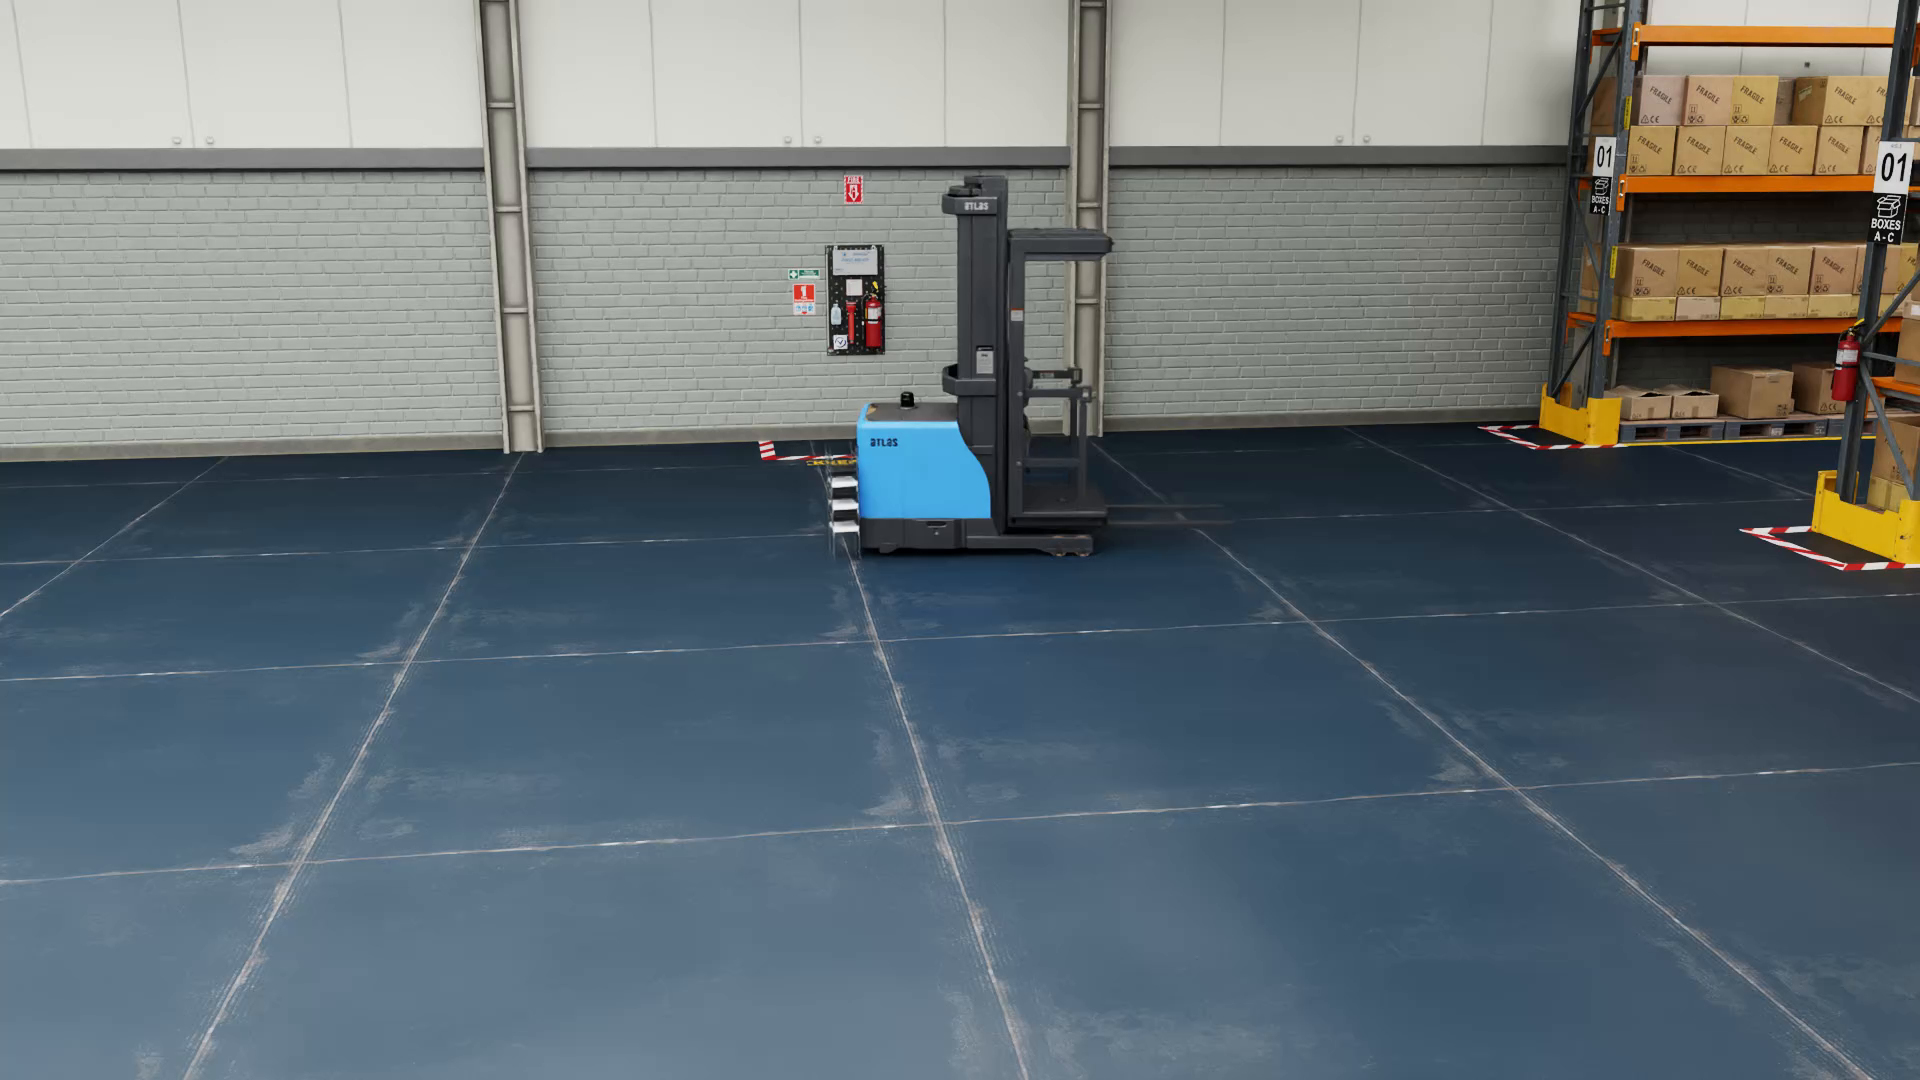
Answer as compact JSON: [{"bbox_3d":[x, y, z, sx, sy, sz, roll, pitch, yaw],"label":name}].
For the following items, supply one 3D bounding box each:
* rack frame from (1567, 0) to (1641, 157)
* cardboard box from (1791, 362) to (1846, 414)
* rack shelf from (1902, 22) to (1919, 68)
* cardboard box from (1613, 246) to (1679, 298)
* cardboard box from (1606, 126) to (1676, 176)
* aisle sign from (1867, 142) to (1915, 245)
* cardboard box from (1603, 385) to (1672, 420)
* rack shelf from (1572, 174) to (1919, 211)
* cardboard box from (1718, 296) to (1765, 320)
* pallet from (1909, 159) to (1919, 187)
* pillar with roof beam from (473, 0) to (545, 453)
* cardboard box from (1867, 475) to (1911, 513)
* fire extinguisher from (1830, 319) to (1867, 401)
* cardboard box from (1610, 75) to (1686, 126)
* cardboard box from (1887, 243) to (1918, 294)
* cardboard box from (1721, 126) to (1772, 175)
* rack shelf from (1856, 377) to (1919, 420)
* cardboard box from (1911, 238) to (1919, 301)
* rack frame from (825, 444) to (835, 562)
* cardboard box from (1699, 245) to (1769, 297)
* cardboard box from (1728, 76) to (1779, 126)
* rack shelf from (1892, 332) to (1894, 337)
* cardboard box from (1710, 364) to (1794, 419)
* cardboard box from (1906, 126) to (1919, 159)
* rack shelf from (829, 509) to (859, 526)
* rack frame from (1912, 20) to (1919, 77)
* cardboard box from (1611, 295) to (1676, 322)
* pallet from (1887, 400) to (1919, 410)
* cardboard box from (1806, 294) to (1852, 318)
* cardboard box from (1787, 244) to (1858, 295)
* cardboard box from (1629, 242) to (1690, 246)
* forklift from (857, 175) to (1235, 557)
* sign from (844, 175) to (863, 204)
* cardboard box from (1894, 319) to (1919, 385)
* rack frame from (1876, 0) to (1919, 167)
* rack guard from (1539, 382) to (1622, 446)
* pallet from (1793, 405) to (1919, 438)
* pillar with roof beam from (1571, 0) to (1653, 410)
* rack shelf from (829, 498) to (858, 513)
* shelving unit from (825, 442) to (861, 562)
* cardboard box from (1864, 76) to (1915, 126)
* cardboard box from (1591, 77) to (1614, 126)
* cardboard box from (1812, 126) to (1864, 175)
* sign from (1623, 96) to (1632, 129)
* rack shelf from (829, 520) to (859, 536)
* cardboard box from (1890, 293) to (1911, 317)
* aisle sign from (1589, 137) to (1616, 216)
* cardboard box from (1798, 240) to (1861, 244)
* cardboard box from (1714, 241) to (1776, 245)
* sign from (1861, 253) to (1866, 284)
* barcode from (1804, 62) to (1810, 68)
[{"bbox_3d":[6.722,-5.515,17.213,0.127,3.000,1.000,-2,14,-8],"label":"rack frame"},{"bbox_3d":[9.657,-1.704,18.583,0.500,0.500,0.500,-3,14,-13],"label":"cardboard box"},{"bbox_3d":[9.442,-3.853,12.887,4.000,0.370,1.077,-2,14,-8],"label":"rack shelf"},{"bbox_3d":[7.239,-2.851,17.648,0.500,0.500,0.500,-2,14,-8],"label":"cardboard box"},{"bbox_3d":[7.090,-4.070,17.372,0.500,0.500,0.500,-2,14,-7],"label":"cardboard box"},{"bbox_3d":[7.355,-2.743,13.148,0.004,0.787,0.394,-2,14,-8],"label":"aisle sign"},{"bbox_3d":[7.420,-1.518,18.230,0.500,0.311,0.500,-4,15,-15],"label":"cardboard box"},{"bbox_3d":[8.700,-3.783,17.954,4.000,0.370,1.077,-2,14,-8],"label":"rack shelf"},{"bbox_3d":[8.268,-2.523,17.881,0.500,0.250,0.500,-2,14,-9],"label":"cardboard box"},{"bbox_3d":[8.167,-2.845,12.915,1.213,0.211,1.003,-2,14,-8],"label":"pallet"},{"bbox_3d":[-3.939,-4.278,12.281,0.400,9.000,9.100,-2,14,-8],"label":"pillar with roof beam"},{"bbox_3d":[7.950,-0.374,13.836,0.500,0.250,0.500,-2,14,-8],"label":"cardboard box"},{"bbox_3d":[7.278,-1.483,13.630,0.183,0.674,0.296,-2,14,-8],"label":"fire extinguisher"},{"bbox_3d":[7.139,-4.559,17.264,0.500,0.500,0.500,-3,14,-12],"label":"cardboard box"},{"bbox_3d":[10.256,-2.959,18.080,0.500,0.500,0.500,-2,14,-8],"label":"cardboard box"},{"bbox_3d":[8.139,-4.101,17.494,0.500,0.500,0.500,-1,14,-6],"label":"cardboard box"},{"bbox_3d":[9.442,-1.137,13.568,4.000,0.370,1.077,-2,14,-8],"label":"rack shelf"},{"bbox_3d":[7.980,-2.107,13.085,0.500,0.500,0.700,-2,14,-8],"label":"cardboard box"},{"bbox_3d":[-1.018,-0.291,13.027,0.006,0.900,0.240,-4,14,-12],"label":"rack frame"},{"bbox_3d":[8.241,-2.883,17.778,0.500,0.500,0.500,-3,14,-10],"label":"cardboard box"},{"bbox_3d":[8.148,-4.586,17.373,0.500,0.500,0.500,-2,14,-7],"label":"cardboard box"},{"bbox_3d":[12.655,-2.473,18.897,4.000,0.370,1.077,-2,14,-8],"label":"rack shelf"},{"bbox_3d":[8.716,-1.645,18.347,0.500,0.500,0.700,-3,14,-12],"label":"cardboard box"},{"bbox_3d":[10.213,-4.185,17.831,0.500,0.500,0.500,-2,14,-7],"label":"cardboard box"},{"bbox_3d":[-0.916,-0.179,13.077,0.200,0.077,0.258,-4,14,-12],"label":"rack shelf"},{"bbox_3d":[10.678,-5.660,17.791,0.127,3.000,1.000,-2,14,-8],"label":"rack frame"},{"bbox_3d":[7.252,-2.483,17.724,0.500,0.250,0.500,-3,14,-10],"label":"cardboard box"},{"bbox_3d":[11.447,-1.426,18.974,1.213,0.211,1.003,-2,14,-8],"label":"pallet"},{"bbox_3d":[9.266,-2.559,18.026,0.500,0.250,0.500,-2,14,-9],"label":"cardboard box"},{"bbox_3d":[9.264,-2.924,17.940,0.500,0.500,0.500,-3,14,-10],"label":"cardboard box"},{"bbox_3d":[7.656,-2.990,18.202,0.500,0.500,0.500,-2,14,-8],"label":"cardboard box"},{"bbox_3d":[0.692,-1.418,13.350,3.031,2.935,1.130,0,14,0],"label":"forklift"},{"bbox_3d":[-1.120,-3.689,17.498,0.199,0.298,0.001,-2,14,-8],"label":"sign"},{"bbox_3d":[7.928,-1.476,13.235,0.500,0.500,0.700,-2,14,-8],"label":"cardboard box"},{"bbox_3d":[7.464,-4.323,12.462,0.127,3.000,1.000,-2,14,-8],"label":"rack frame"},{"bbox_3d":[6.797,-1.395,18.258,0.348,0.500,1.175,-2,14,-8],"label":"rack guard"},{"bbox_3d":[10.019,-1.365,18.729,1.213,0.211,1.003,-2,14,-8],"label":"pallet"},{"bbox_3d":[7.927,-4.713,14.015,0.400,9.000,9.100,-2,14,-8],"label":"pillar with roof beam"},{"bbox_3d":[-0.918,-0.266,13.056,0.200,0.077,0.258,-4,14,-12],"label":"rack shelf"},{"bbox_3d":[-0.919,-0.298,13.048,0.210,0.900,0.258,-4,14,-12],"label":"shelving unit"},{"bbox_3d":[9.679,-4.642,17.597,0.500,0.500,0.500,-1,14,-5],"label":"cardboard box"},{"bbox_3d":[7.110,-4.682,17.755,0.500,0.500,0.500,-1,14,-6],"label":"cardboard box"},{"bbox_3d":[9.171,-4.141,17.654,0.500,0.500,0.500,-3,14,-11],"label":"cardboard box"},{"bbox_3d":[6.803,-4.353,16.951,0.005,0.325,0.100,-2,14,-8],"label":"sign"},{"bbox_3d":[-0.914,-0.091,13.099,0.200,0.077,0.258,-4,14,-12],"label":"rack shelf"},{"bbox_3d":[10.254,-2.597,18.177,0.500,0.250,0.500,-2,14,-8],"label":"cardboard box"},{"bbox_3d":[6.696,-3.791,17.328,0.004,0.787,0.394,-2,14,-8],"label":"aisle sign"},{"bbox_3d":[9.670,-3.066,18.506,0.500,0.500,0.500,-2,14,-9],"label":"cardboard box"},{"bbox_3d":[8.664,-3.028,18.354,0.500,0.500,0.500,-2,14,-8],"label":"cardboard box"},{"bbox_3d":[7.397,-2.221,13.545,0.005,0.325,0.100,-2,14,-8],"label":"sign"},{"bbox_3d":[9.239,-5.179,18.136,0.075,0.075,0.001,-2,14,-8],"label":"barcode"}]
